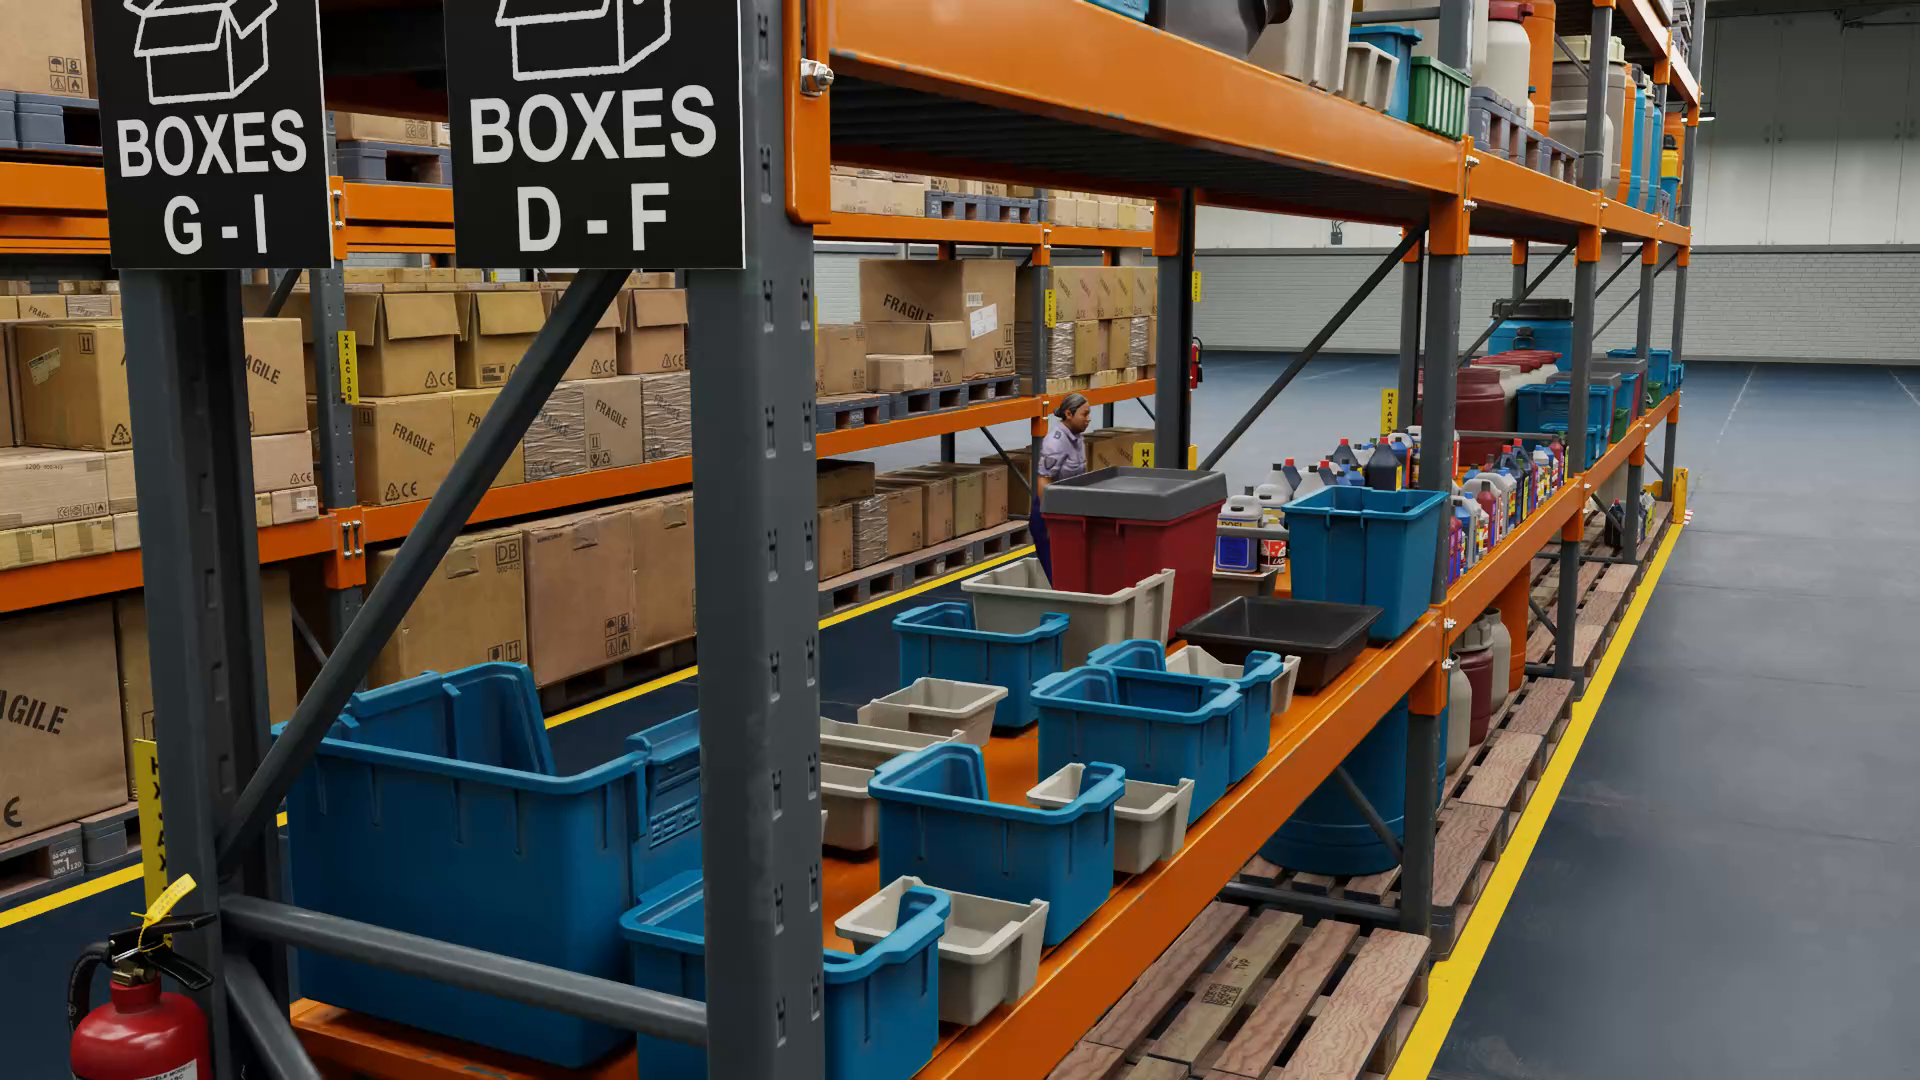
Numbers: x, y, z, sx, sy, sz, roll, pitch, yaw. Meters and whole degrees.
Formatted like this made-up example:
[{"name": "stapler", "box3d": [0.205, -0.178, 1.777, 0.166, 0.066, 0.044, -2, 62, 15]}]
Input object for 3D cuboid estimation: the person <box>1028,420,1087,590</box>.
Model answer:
[{"name": "person", "box3d": [0.651, -0.028, 10.618, 0.374, 1.477, 0.528, 4, 10, 26]}]
